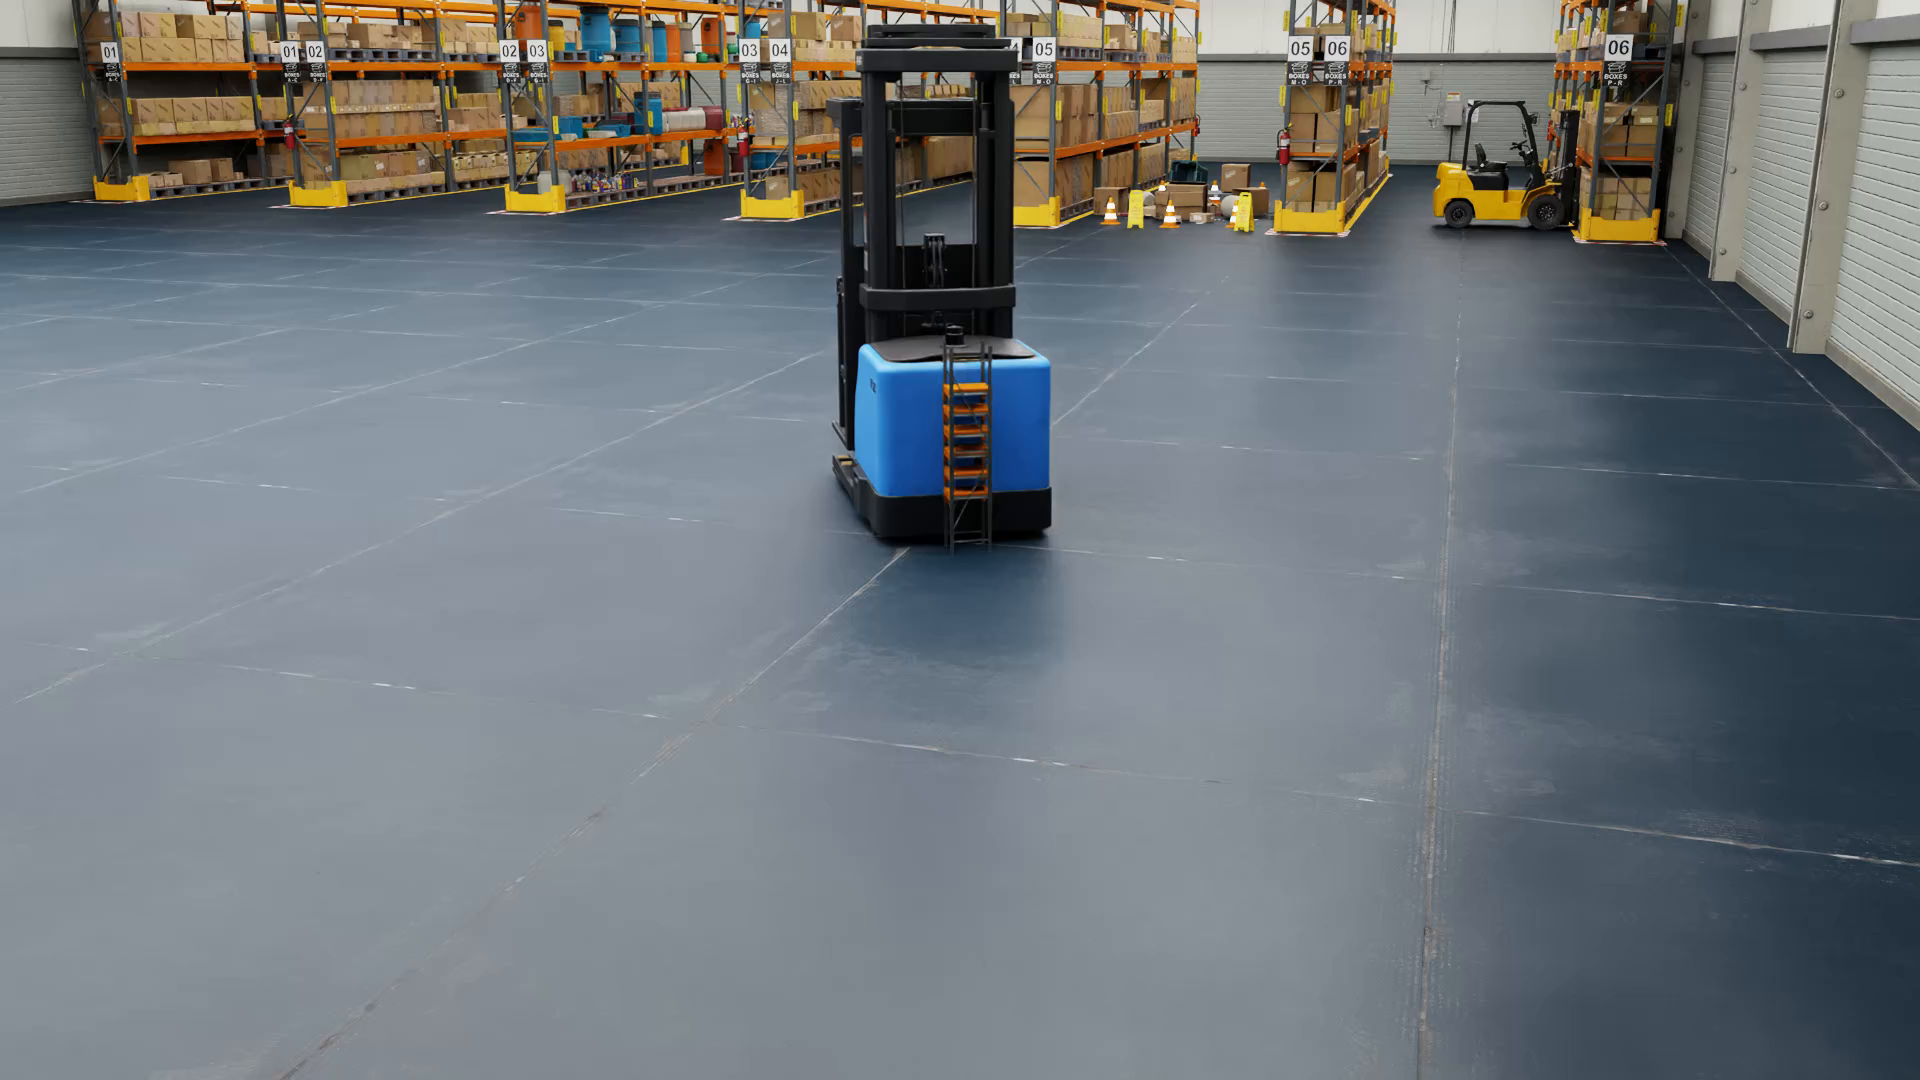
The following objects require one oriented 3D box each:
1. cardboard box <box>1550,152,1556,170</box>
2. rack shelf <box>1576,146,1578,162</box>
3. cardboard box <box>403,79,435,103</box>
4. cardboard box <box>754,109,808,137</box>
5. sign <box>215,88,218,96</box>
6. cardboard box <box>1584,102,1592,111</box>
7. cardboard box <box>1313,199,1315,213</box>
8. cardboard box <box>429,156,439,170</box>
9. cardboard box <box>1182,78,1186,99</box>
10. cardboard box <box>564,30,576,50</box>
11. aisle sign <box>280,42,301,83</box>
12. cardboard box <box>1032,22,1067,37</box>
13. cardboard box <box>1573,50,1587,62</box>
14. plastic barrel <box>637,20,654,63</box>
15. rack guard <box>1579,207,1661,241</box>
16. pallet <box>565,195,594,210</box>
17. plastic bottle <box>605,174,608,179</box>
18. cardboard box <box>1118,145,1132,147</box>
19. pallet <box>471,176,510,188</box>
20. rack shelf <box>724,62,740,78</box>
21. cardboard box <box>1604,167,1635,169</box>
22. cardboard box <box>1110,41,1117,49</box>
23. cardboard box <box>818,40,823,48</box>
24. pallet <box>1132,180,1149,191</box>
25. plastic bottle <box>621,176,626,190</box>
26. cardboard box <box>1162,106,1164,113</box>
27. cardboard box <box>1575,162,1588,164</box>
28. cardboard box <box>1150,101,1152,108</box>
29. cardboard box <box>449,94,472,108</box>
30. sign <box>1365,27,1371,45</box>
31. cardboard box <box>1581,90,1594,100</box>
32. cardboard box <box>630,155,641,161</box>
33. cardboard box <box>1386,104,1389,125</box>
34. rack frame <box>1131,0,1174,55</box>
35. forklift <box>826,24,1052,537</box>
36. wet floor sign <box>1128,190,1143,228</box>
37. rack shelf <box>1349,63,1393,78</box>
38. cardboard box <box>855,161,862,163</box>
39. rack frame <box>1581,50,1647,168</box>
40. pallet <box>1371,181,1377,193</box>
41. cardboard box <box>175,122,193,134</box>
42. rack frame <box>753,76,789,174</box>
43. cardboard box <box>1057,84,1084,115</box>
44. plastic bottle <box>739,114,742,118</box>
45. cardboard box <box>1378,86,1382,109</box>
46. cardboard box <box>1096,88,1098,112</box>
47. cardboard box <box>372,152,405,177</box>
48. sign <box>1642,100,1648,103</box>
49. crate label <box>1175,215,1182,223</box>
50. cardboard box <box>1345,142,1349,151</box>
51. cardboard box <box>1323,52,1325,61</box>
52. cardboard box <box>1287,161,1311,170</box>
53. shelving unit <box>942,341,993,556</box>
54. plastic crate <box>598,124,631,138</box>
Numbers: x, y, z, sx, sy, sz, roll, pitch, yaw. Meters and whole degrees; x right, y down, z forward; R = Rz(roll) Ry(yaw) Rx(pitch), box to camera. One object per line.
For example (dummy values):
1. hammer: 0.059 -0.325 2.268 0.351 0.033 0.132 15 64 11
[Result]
1. cardboard box: 14.724 -9.155 40.422 0.700 0.500 0.500 5 17 18
2. rack shelf: 12.427 -7.567 32.328 1.077 0.370 4.000 5 16 16
3. cardboard box: -12.020 -9.867 36.558 0.700 0.500 0.500 5 17 16
4. cardboard box: -3.357 -7.829 31.204 0.875 0.500 0.500 5 16 16
5. sign: -17.183 -10.294 38.501 0.100 0.325 0.005 5 16 16
6. cardboard box: 11.484 -7.833 30.030 0.380 0.149 0.250 5 17 17
7. cardboard box: 6.088 -5.974 29.662 0.500 0.250 0.500 5 16 16
8. cardboard box: -12.059 -8.588 37.853 0.500 0.311 0.500 5 16 16
9. cardboard box: 5.412 -11.396 41.949 0.500 0.500 0.500 4 16 14
10. cardboard box: -10.216 -12.670 42.370 0.600 0.600 0.600 4 16 14
11. aisle sign: -13.337 -9.521 33.136 0.394 0.787 0.004 5 16 16
12. cardboard box: 1.571 -8.955 29.184 0.500 0.250 0.500 5 16 16
13. cardboard box: 12.909 -9.960 34.226 0.500 0.250 0.500 4 16 14
14. plastic barrel: -7.029 -10.931 36.456 0.600 0.901 0.600 0 16 0
15. rack guard: 10.715 -5.134 27.015 1.175 0.500 0.348 5 16 16
16. pallet: -8.076 -6.774 33.324 1.003 0.211 1.213 5 16 16
17. plastic bottle: -7.662 -7.776 35.941 0.097 0.271 0.097 0 16 0
18. cardboard box: 3.696 -9.002 38.506 0.500 0.250 0.500 5 17 17
19. pallet: -11.383 -8.486 39.360 1.003 0.211 1.213 5 16 16
20. rack shelf: -5.446 -11.593 41.026 1.077 0.370 4.000 5 16 16
21. cardboard box: 11.904 -6.606 30.060 0.500 0.250 0.500 5 17 17
22. cardboard box: 2.972 -10.050 33.775 0.380 0.149 0.250 5 16 16
23. cardboard box: -2.837 -9.450 31.697 0.380 0.149 0.250 4 16 13
24. pallet: 3.684 -8.040 37.789 1.003 0.211 1.213 5 16 16
25. plastic bottle: -7.119 -7.544 35.102 0.061 0.283 0.133 6 17 20
26. cardboard box: 4.674 -10.329 39.893 0.380 0.149 0.250 5 17 18
27. cardboard box: 12.805 -7.334 33.770 0.875 0.625 0.625 5 17 18
28. cardboard box: 4.224 -10.060 38.399 0.380 0.149 0.250 4 16 15
29. cardboard box: -14.207 -12.072 46.345 0.980 0.700 0.700 5 17 17
30. sign: 7.621 -9.425 31.118 0.100 0.325 0.005 5 16 16
31. cardboard box: 14.811 -10.283 38.943 0.500 0.500 0.500 4 16 14
32. cardboard box: -9.063 -10.573 45.994 0.380 0.166 0.250 5 16 16
33. cardboard box: 10.626 -10.814 42.277 0.500 0.500 0.500 5 17 16
34. rack frame: 4.597 -13.110 39.559 1.000 3.000 0.127 5 16 16
35. forklift: -0.253 -1.785 10.752 1.130 2.935 3.031 -3 16 -11
36. wet floor sign: 3.077 -5.791 29.063 0.267 0.644 0.232 2 16 6
37. rack shelf: 9.941 -11.487 40.652 1.077 0.370 4.000 5 16 16
38. cardboard box: -1.895 -7.980 36.241 0.700 0.500 0.500 3 16 11
39. rack frame: 11.859 -7.390 30.385 1.000 3.000 0.127 5 16 16
40. pallet: 8.880 -7.997 37.637 1.003 0.211 1.213 5 16 16
41. cardboard box: -17.059 -8.958 36.154 0.500 0.250 0.500 4 16 15
42. rack frame: -4.878 -11.019 43.181 1.000 3.000 0.127 5 16 16
43. cardboard box: 1.856 -8.345 31.501 0.875 0.550 0.550 5 16 16
44. plastic bottle: -5.492 -10.614 41.980 0.152 0.276 0.135 5 16 16
45. cardboard box: 9.346 -10.123 38.008 0.500 0.500 0.500 5 17 17
46. cardboard box: 2.459 -8.790 33.308 0.700 0.500 0.500 4 16 15
47. cardboard box: -12.242 -8.020 35.503 0.500 0.500 0.500 5 16 16
48. sign: 12.391 -7.802 30.106 0.100 0.325 0.005 5 16 16
49. crate label: 3.850 -5.770 29.921 0.250 0.136 0.298 -4 16 -13
50. cardboard box: 6.584 -6.872 29.021 0.380 0.149 0.250 5 17 17
51. cardboard box: 6.356 -8.187 28.158 0.380 0.149 0.250 4 16 14
52. cardboard box: 5.980 -6.610 29.344 0.380 0.149 0.250 5 17 17
53. shelving unit: 0.043 -0.519 9.459 0.258 1.200 0.189 -3 16 -11
54. plastic crate: -7.206 -8.544 34.728 0.499 0.251 0.616 5 16 16
